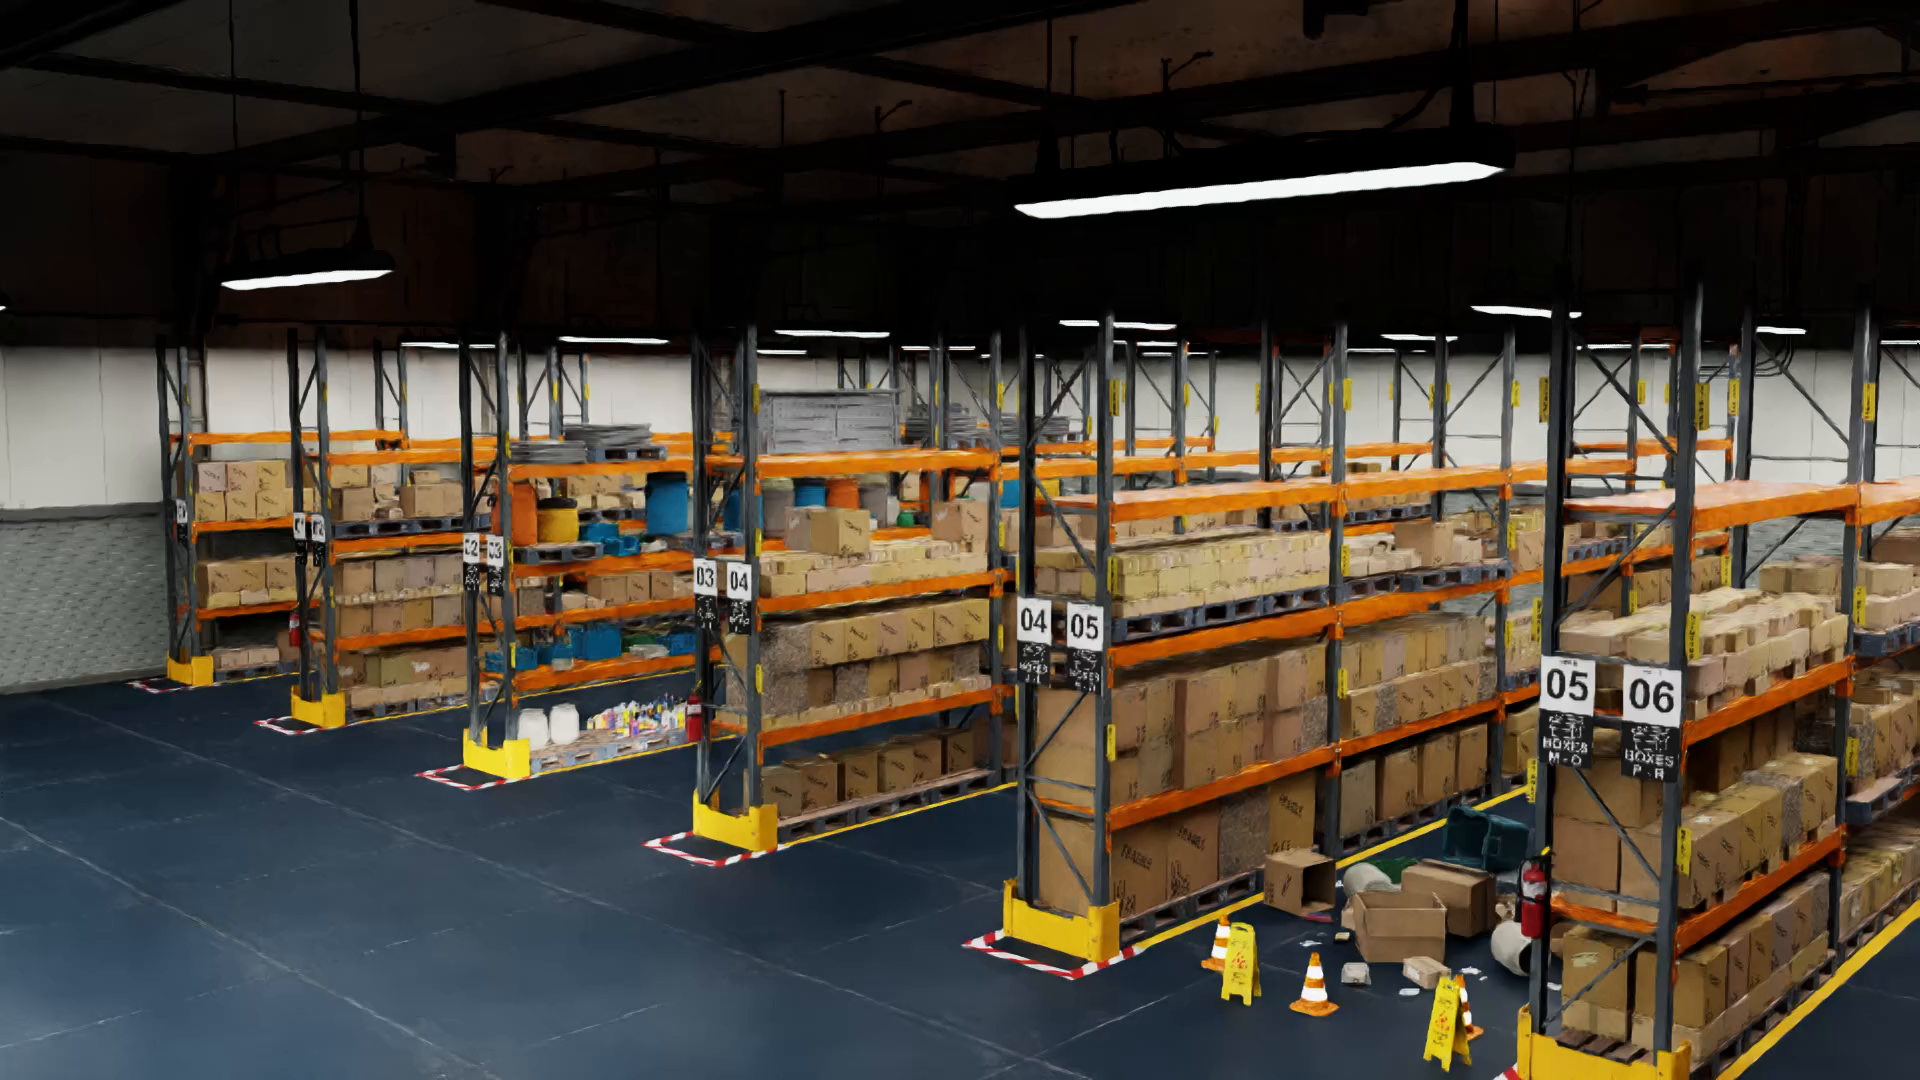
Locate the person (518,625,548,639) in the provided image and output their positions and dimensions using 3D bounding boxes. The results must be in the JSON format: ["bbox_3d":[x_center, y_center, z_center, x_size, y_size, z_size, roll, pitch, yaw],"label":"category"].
[{"bbox_3d":[-7.996,1.451,30.944,0.456,1.612,1.019,5,7,41],"label":"person"}]
